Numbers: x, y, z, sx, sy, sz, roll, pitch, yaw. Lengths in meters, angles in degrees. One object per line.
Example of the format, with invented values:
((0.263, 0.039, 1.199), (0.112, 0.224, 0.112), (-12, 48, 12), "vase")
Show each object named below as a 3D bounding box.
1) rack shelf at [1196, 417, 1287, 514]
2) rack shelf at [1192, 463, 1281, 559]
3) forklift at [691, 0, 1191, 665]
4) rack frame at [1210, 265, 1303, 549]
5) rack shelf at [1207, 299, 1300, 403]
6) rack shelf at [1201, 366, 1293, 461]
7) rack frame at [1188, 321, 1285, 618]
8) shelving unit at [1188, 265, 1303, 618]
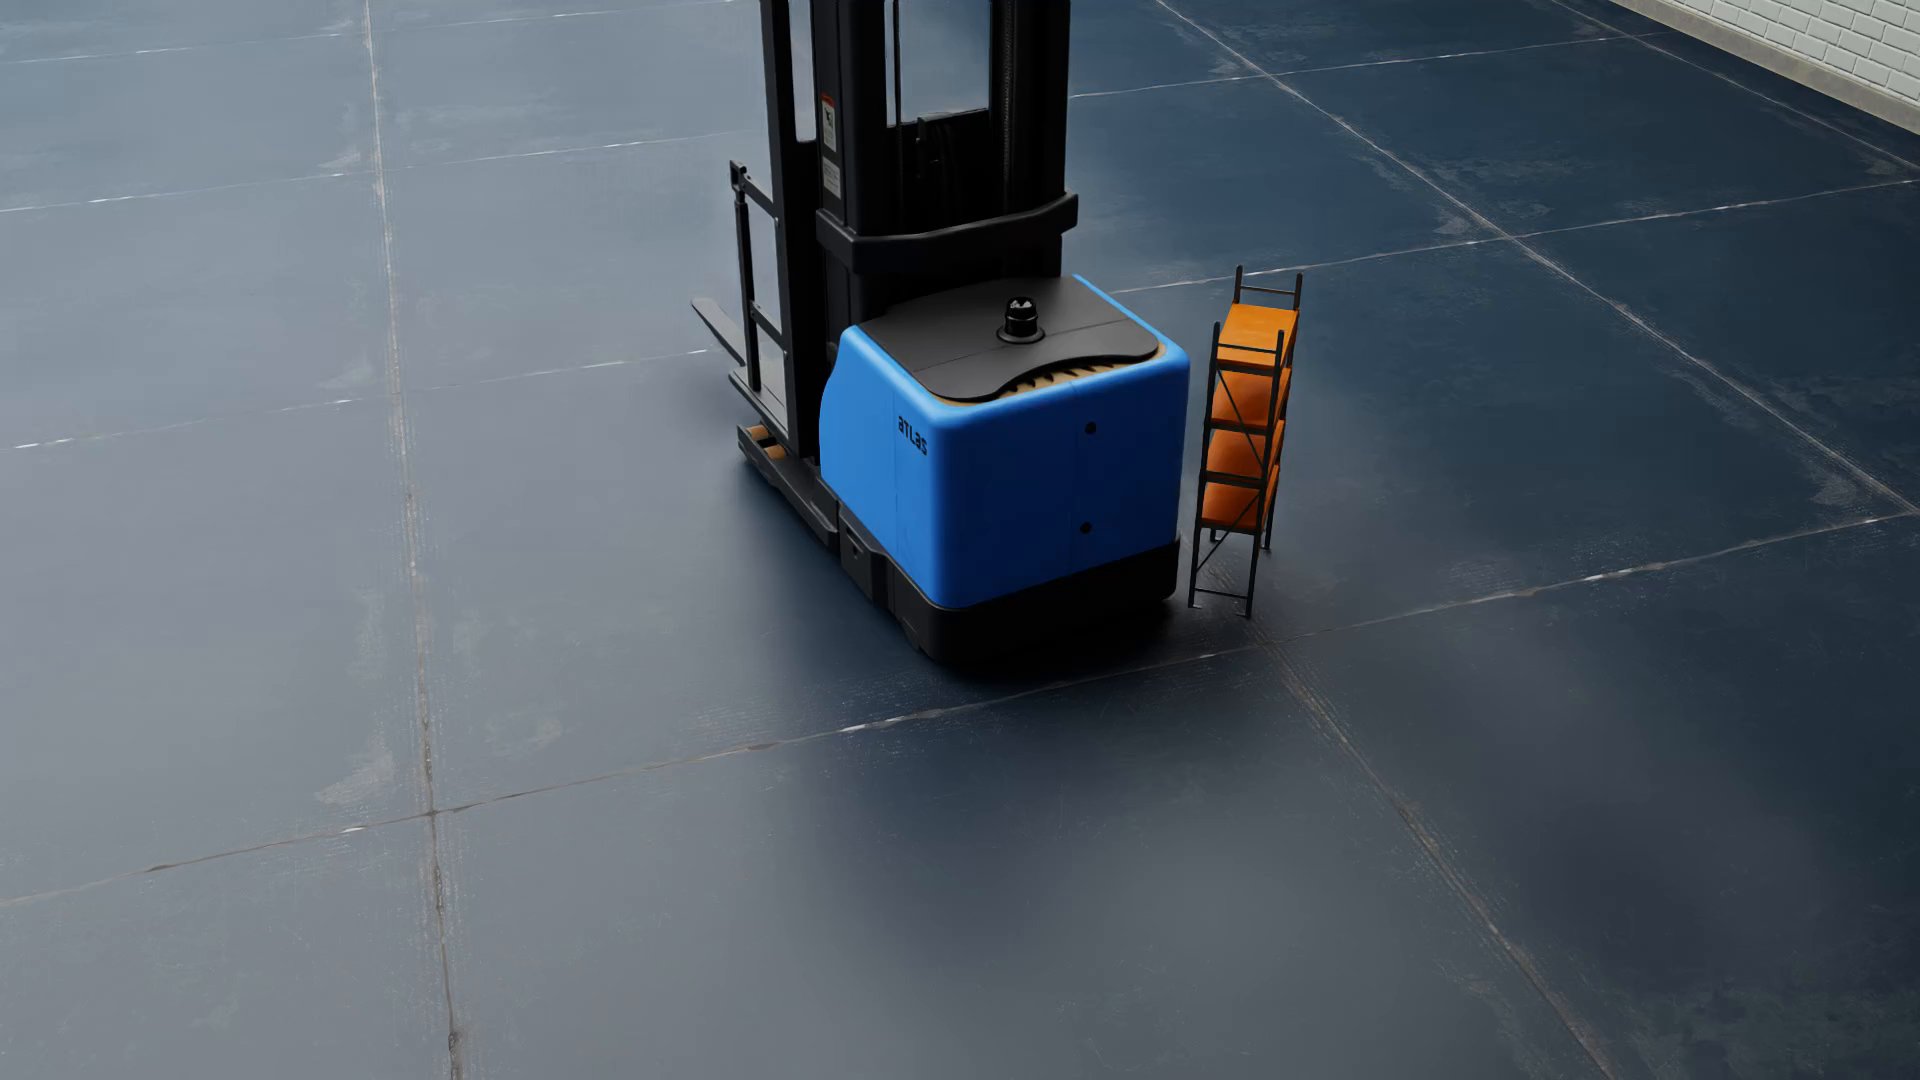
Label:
((1.059, -0.301, 6.239), (0.258, 0.148, 0.480), (10, 35, 14), "rack shelf")
((1.059, -0.135, 6.349), (0.258, 0.148, 0.480), (10, 35, 14), "rack shelf")
((-0.310, -1.567, 6.463), (1.130, 2.935, 3.031), (-16, 37, -23), "forklift")
((1.131, -0.486, 6.397), (0.240, 1.200, 0.015), (10, 35, 14), "rack frame")
((1.059, -0.685, 5.986), (0.258, 0.148, 0.480), (10, 35, 14), "rack shelf")
((1.059, -0.488, 6.116), (0.258, 0.148, 0.480), (10, 35, 14), "rack shelf")
((0.987, -0.229, 6.008), (0.240, 1.200, 0.015), (10, 35, 14), "rack frame")
((1.059, -0.357, 6.202), (0.258, 1.200, 0.503), (10, 35, 14), "shelving unit")
